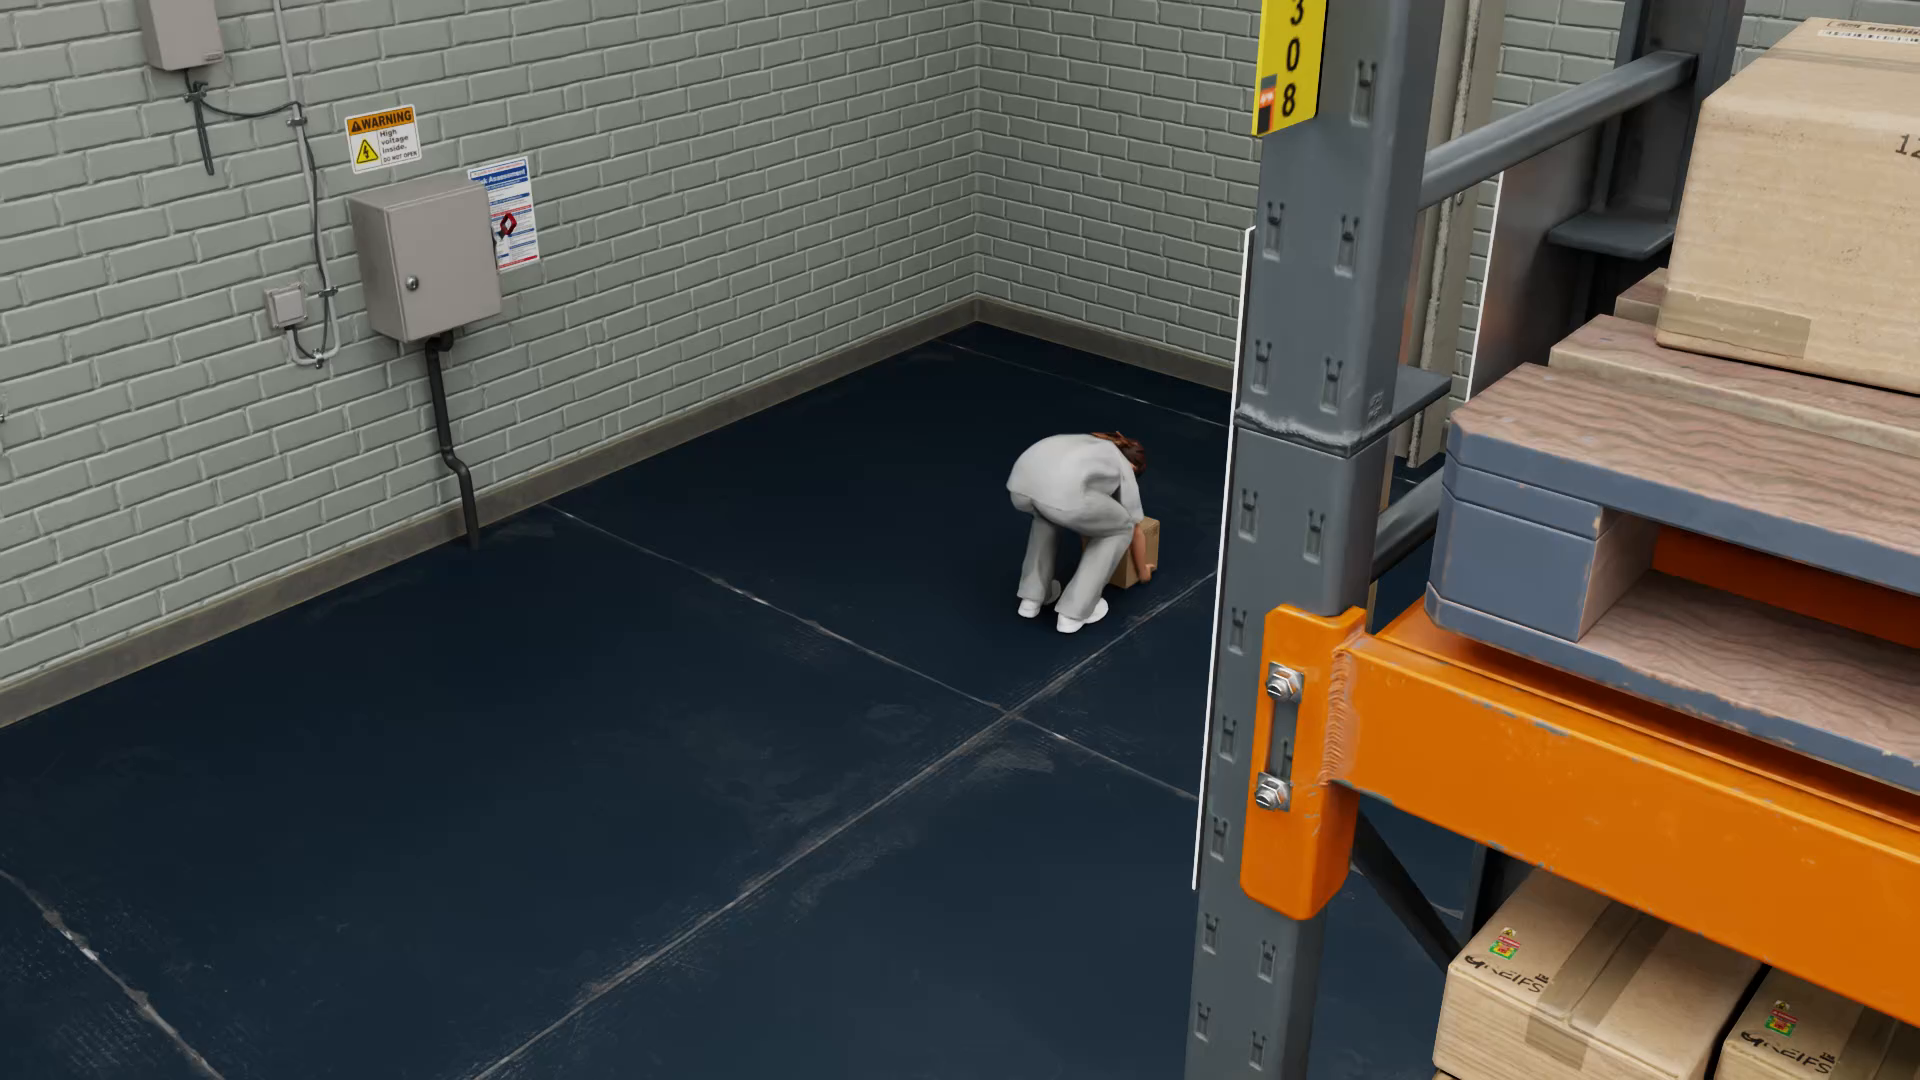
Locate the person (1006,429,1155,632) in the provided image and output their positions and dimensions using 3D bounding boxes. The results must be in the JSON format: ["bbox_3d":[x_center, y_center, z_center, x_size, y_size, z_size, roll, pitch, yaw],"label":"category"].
[{"bbox_3d":[0.535,-0.104,7.230,0.476,0.844,0.854,19,33,32],"label":"person"}]
